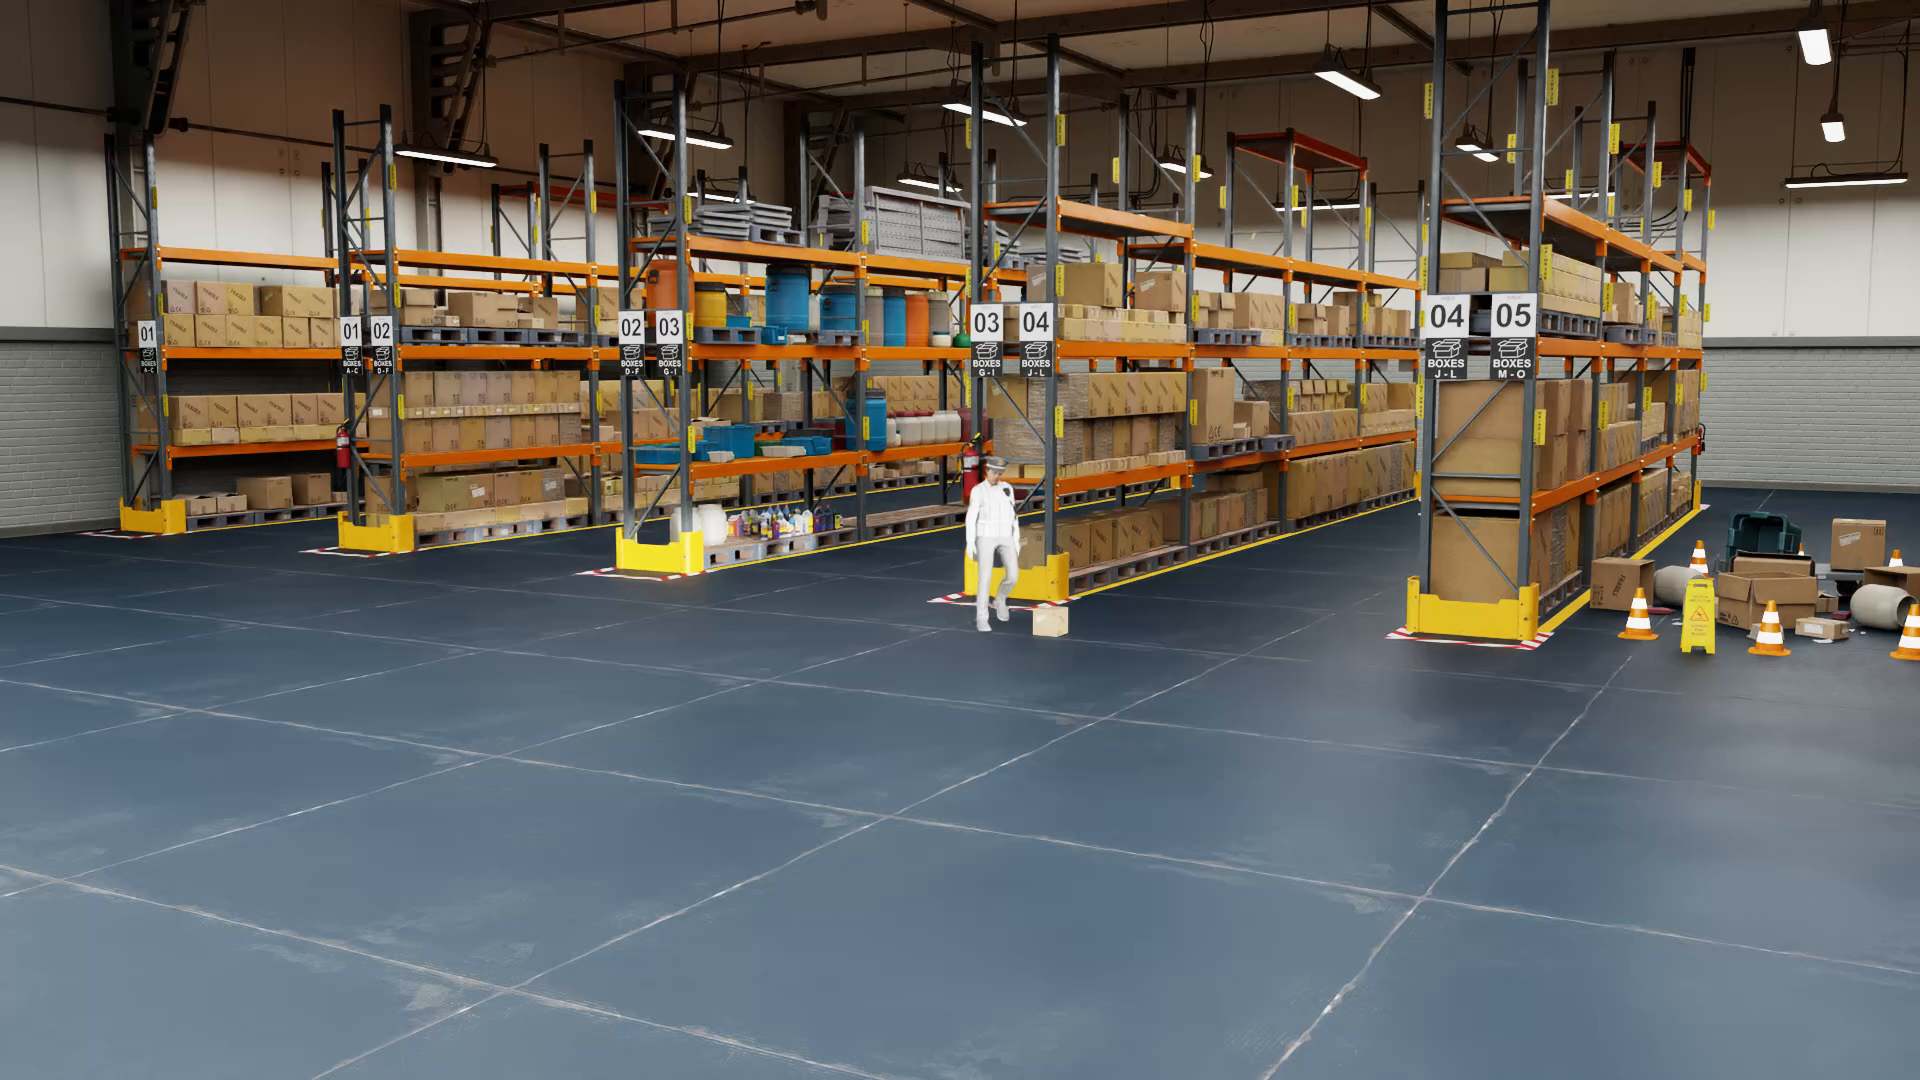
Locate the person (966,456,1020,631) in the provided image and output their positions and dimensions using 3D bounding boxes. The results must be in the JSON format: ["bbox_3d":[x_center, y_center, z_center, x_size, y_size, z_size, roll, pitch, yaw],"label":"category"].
[{"bbox_3d":[0.327,0.016,16.110,0.546,1.658,0.587,-2,7,-22],"label":"person"}]
